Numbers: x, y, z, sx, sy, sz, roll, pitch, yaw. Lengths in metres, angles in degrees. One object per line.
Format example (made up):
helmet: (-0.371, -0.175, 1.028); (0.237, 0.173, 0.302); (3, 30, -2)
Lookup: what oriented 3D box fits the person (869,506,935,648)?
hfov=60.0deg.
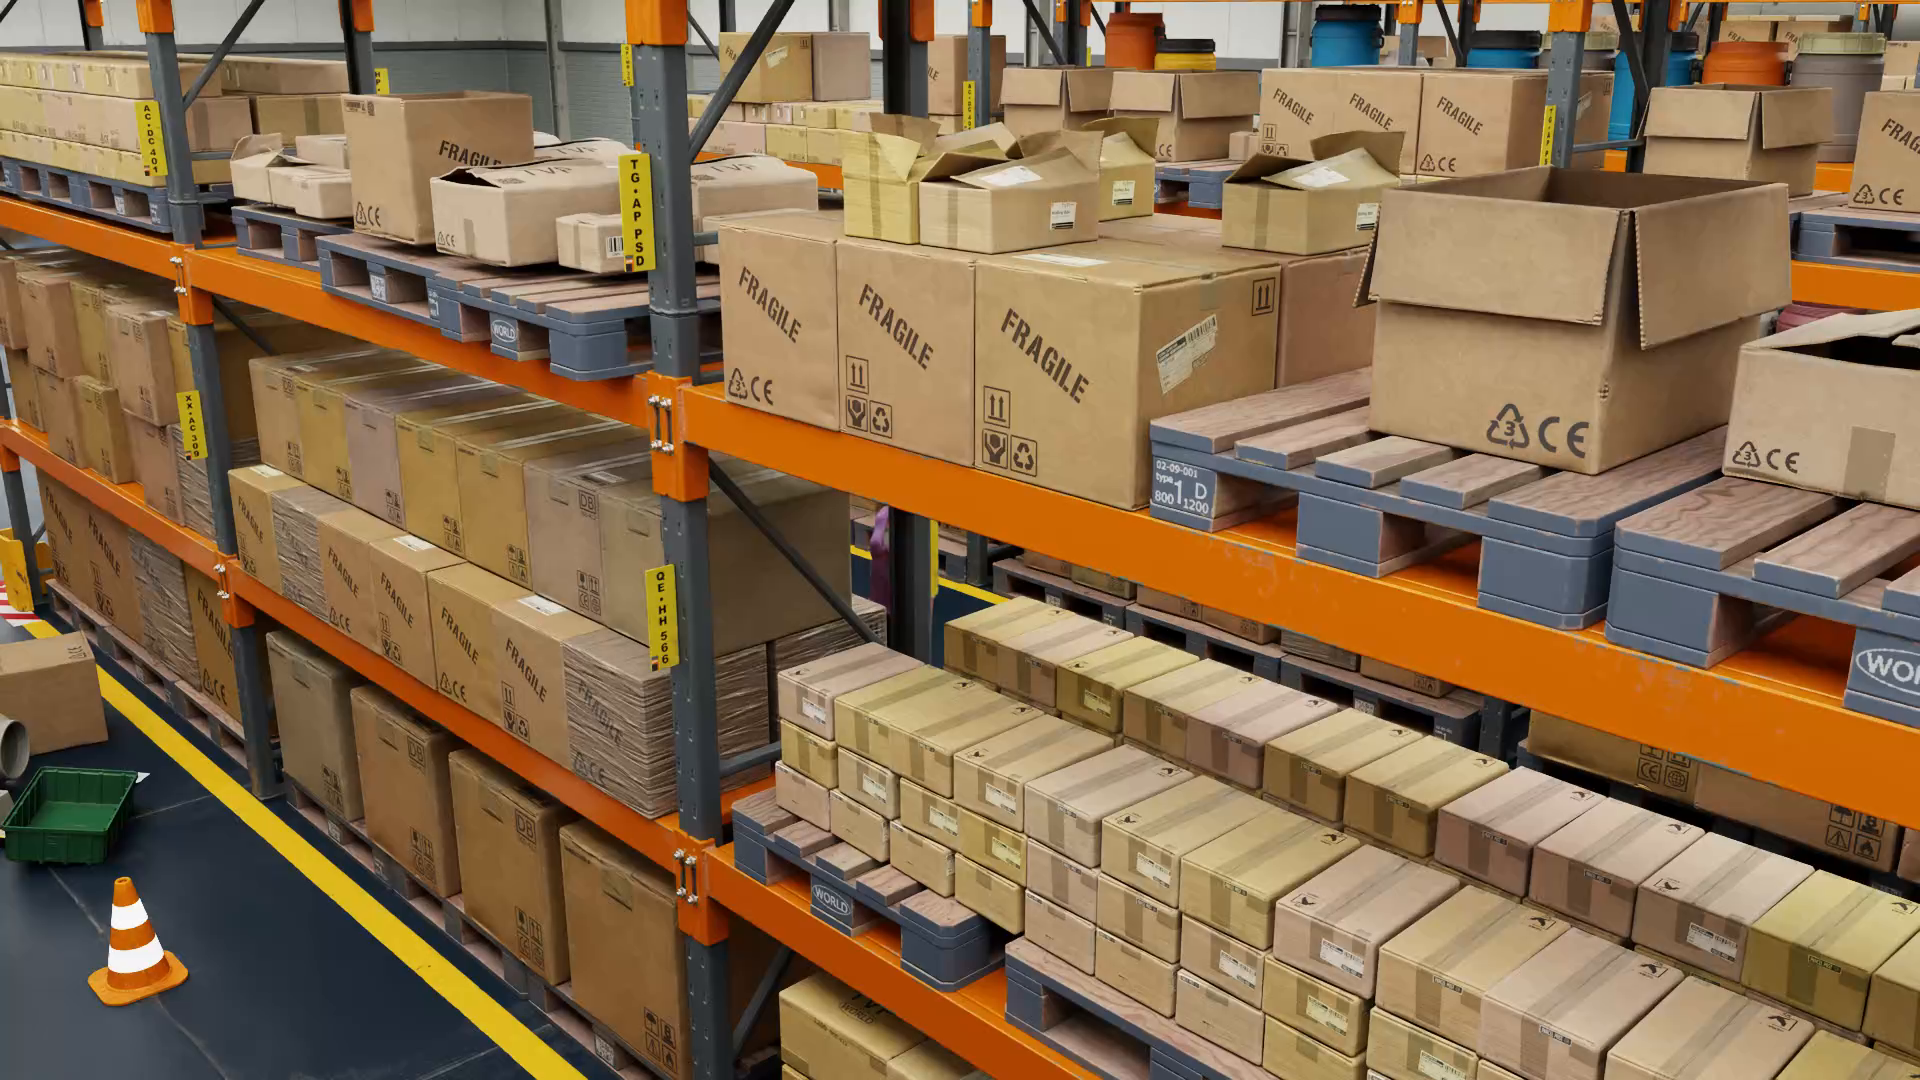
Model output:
person: (-0.324, 0.382, 8.842); (0.435, 1.597, 0.486); (13, 22, 36)
